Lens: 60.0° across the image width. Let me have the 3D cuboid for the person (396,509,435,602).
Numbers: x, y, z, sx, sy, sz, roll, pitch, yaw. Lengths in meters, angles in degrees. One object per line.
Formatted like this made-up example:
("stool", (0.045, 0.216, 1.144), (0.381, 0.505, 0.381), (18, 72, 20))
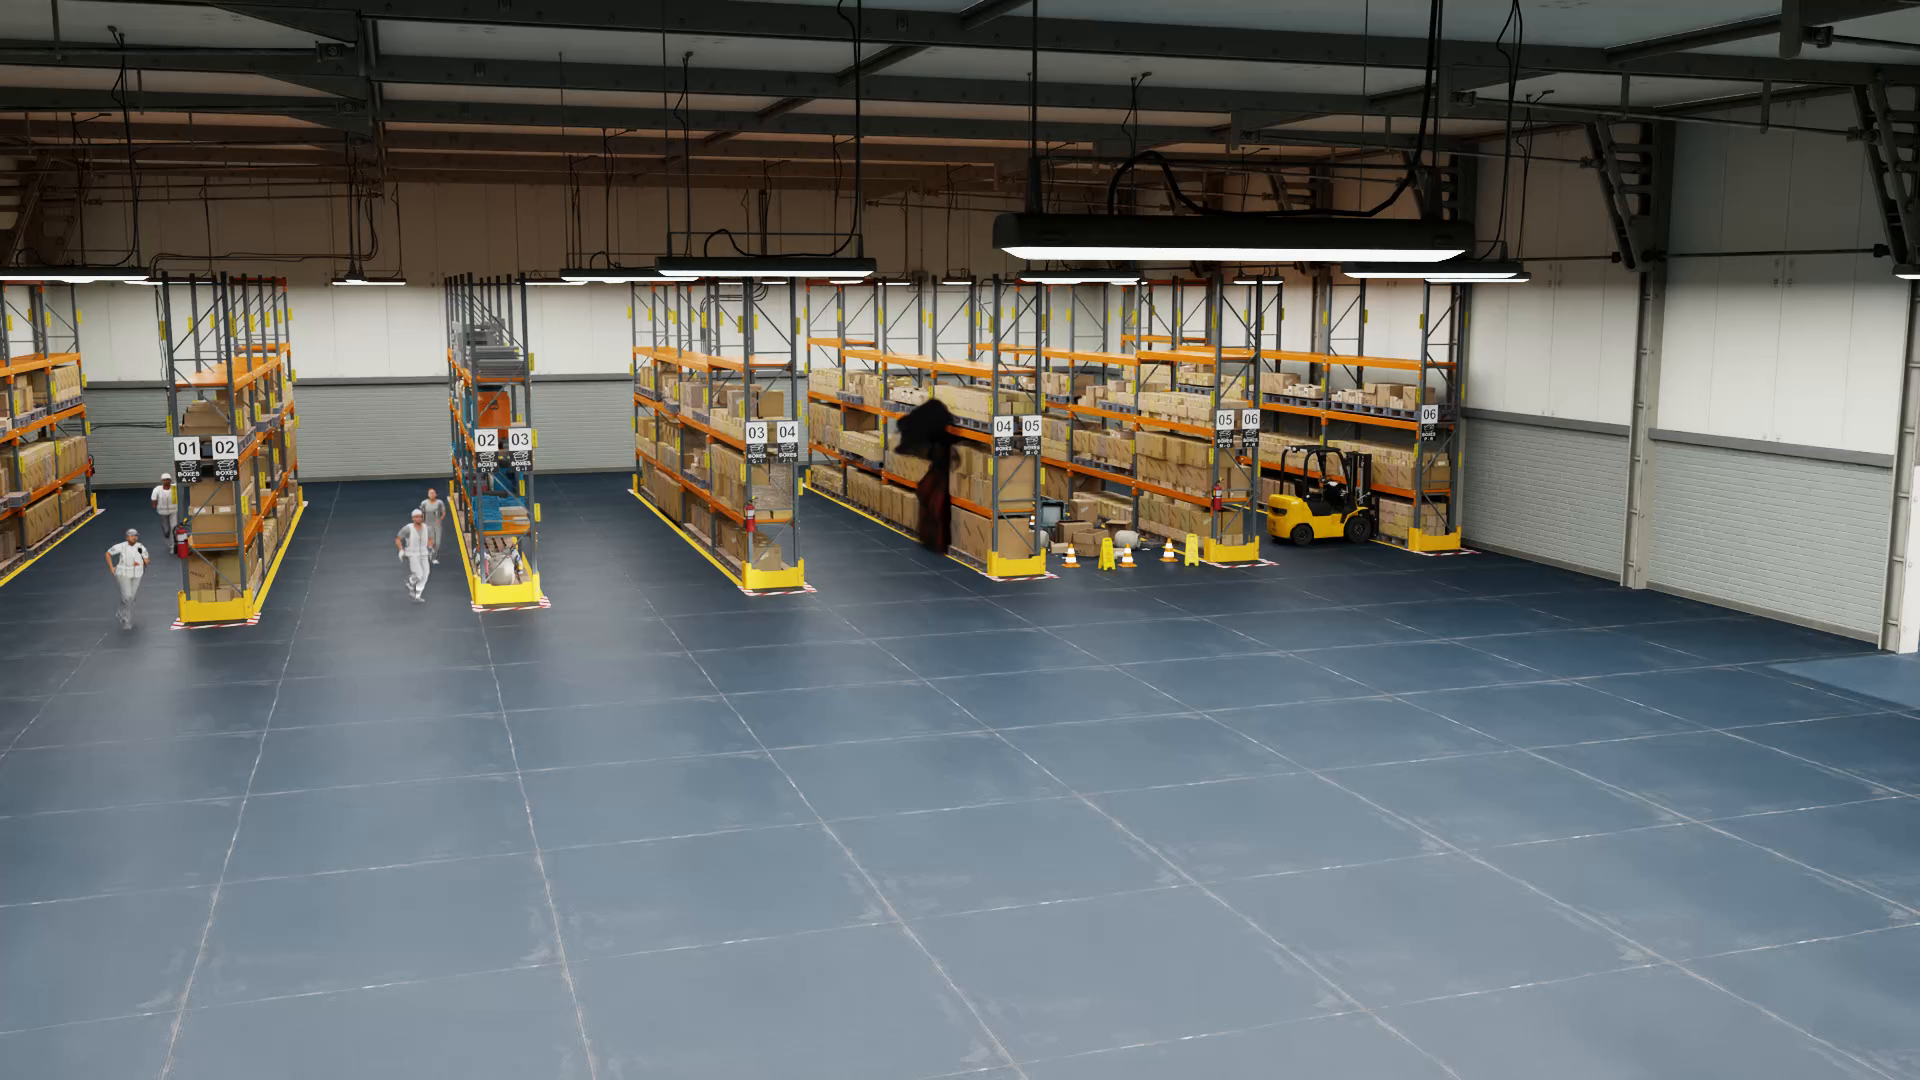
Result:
("person", (-9.889, 0.299, 30.346), (0.670, 1.732, 0.633), (-8, 12, -43))

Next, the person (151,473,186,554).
("person", (-17.247, -0.600, 36.266), (0.685, 1.744, 0.900), (-4, 9, -23))

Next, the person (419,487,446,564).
("person", (-10.989, -0.292, 34.652), (0.553, 1.615, 0.596), (-2, 9, -15))

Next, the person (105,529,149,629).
("person", (-14.216, 0.663, 28.467), (0.734, 1.724, 0.601), (7, 11, 37))
